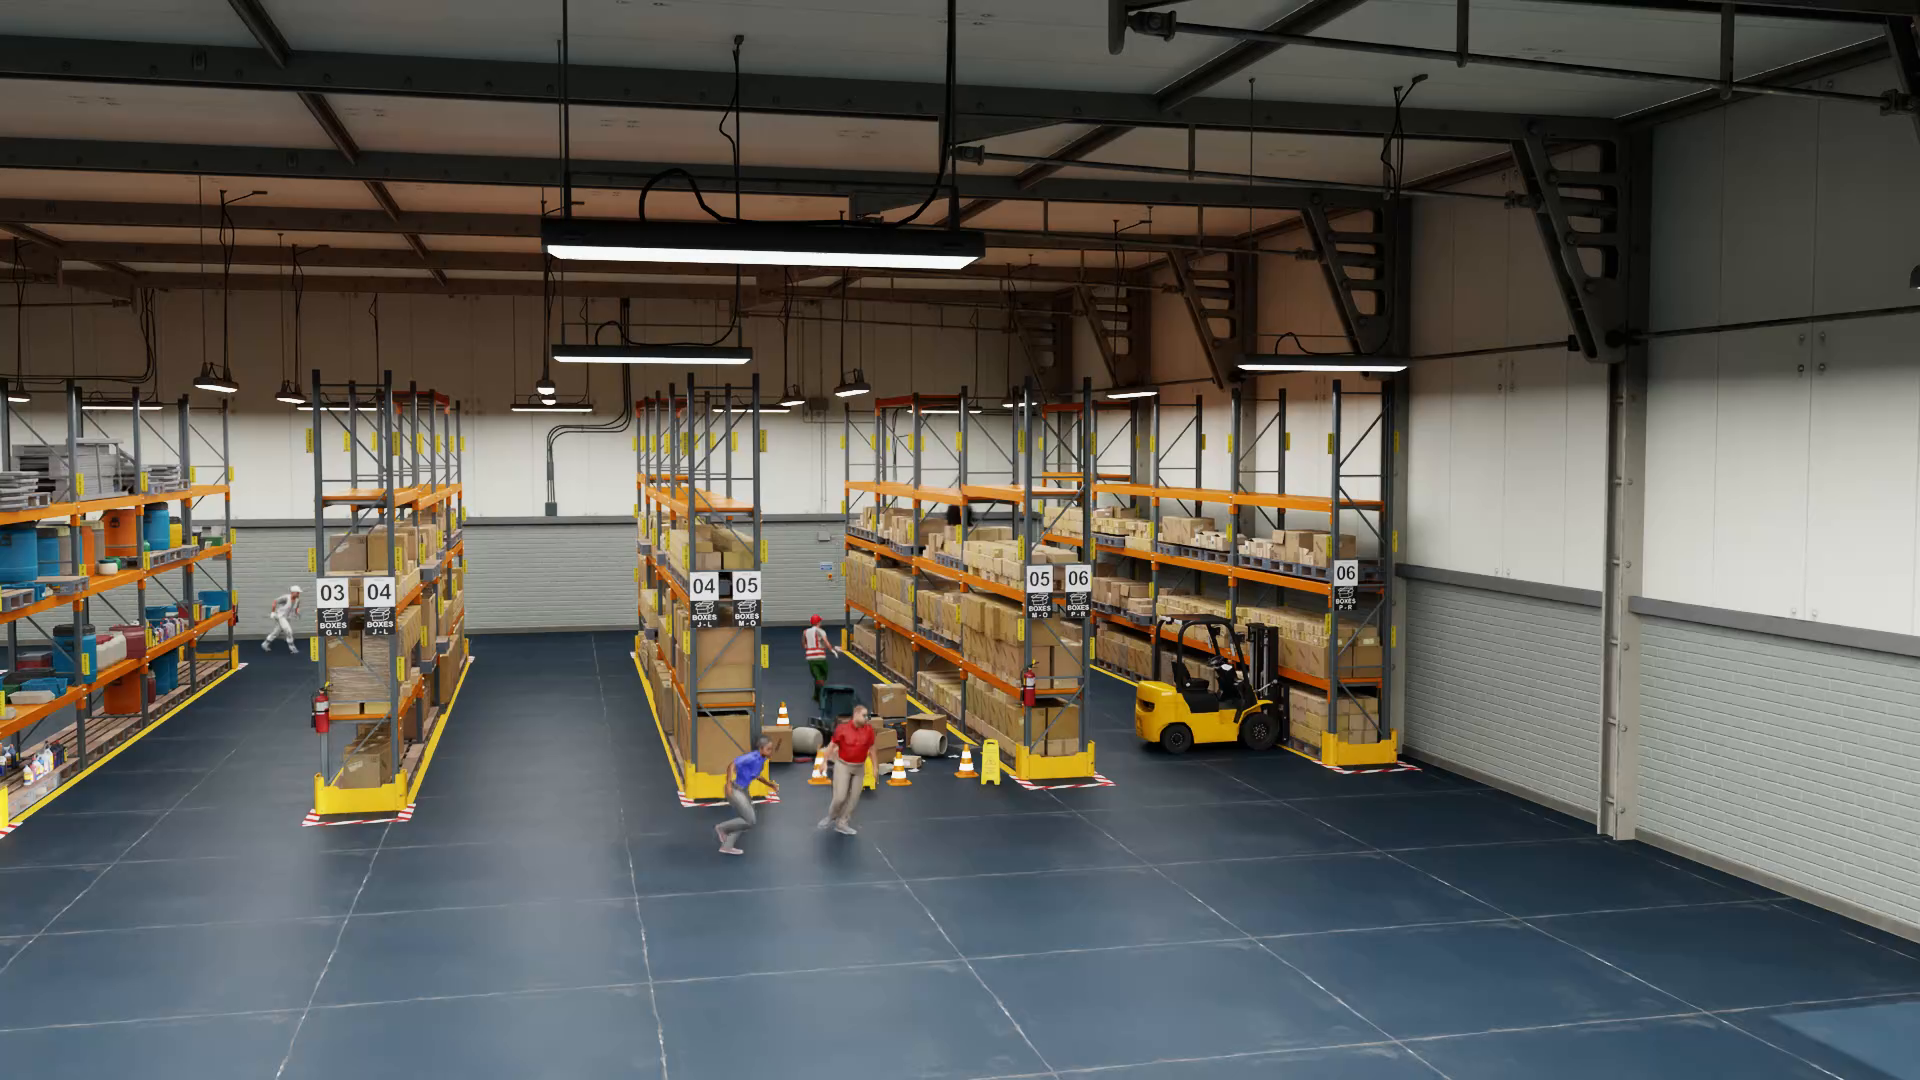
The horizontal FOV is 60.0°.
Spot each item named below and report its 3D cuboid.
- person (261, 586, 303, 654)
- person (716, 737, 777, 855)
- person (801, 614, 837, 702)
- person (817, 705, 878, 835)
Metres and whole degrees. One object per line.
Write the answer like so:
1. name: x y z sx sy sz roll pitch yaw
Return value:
1. person: -16.172 1.883 39.635 1.109 1.604 0.698 1 4 21
2. person: -2.604 3.111 20.154 0.771 1.473 0.593 1 3 15
3. person: -2.750 2.312 32.160 0.793 1.726 0.699 1 3 15
4. person: -1.436 2.936 21.296 0.709 1.689 0.570 -2 4 -30
